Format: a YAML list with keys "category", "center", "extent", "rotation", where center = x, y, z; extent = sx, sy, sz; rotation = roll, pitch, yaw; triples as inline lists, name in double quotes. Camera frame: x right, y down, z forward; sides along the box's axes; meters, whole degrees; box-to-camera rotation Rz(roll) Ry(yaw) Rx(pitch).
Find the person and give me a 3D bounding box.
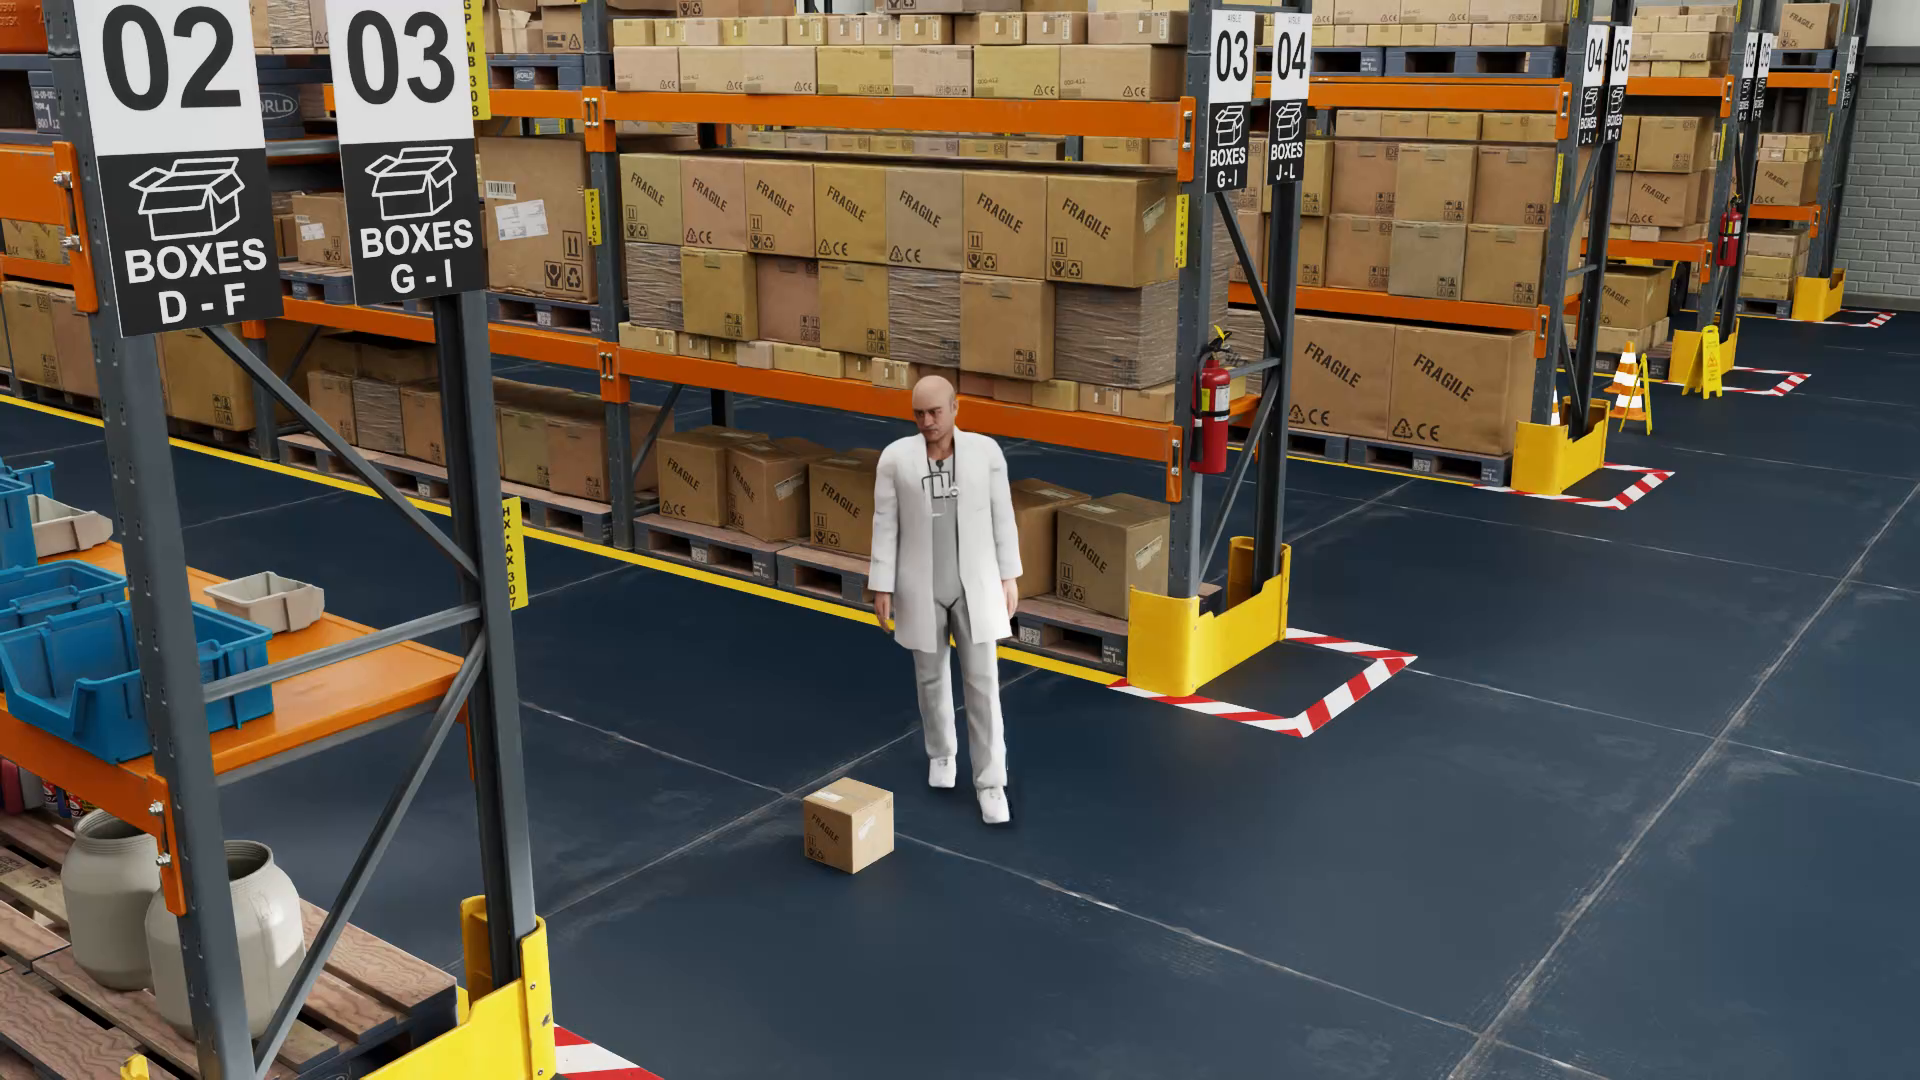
- category: "person"
  center: [-0.061, 0.228, 6.726]
  extent: [0.635, 1.762, 0.777]
  rotation: [0, 16, 1]
